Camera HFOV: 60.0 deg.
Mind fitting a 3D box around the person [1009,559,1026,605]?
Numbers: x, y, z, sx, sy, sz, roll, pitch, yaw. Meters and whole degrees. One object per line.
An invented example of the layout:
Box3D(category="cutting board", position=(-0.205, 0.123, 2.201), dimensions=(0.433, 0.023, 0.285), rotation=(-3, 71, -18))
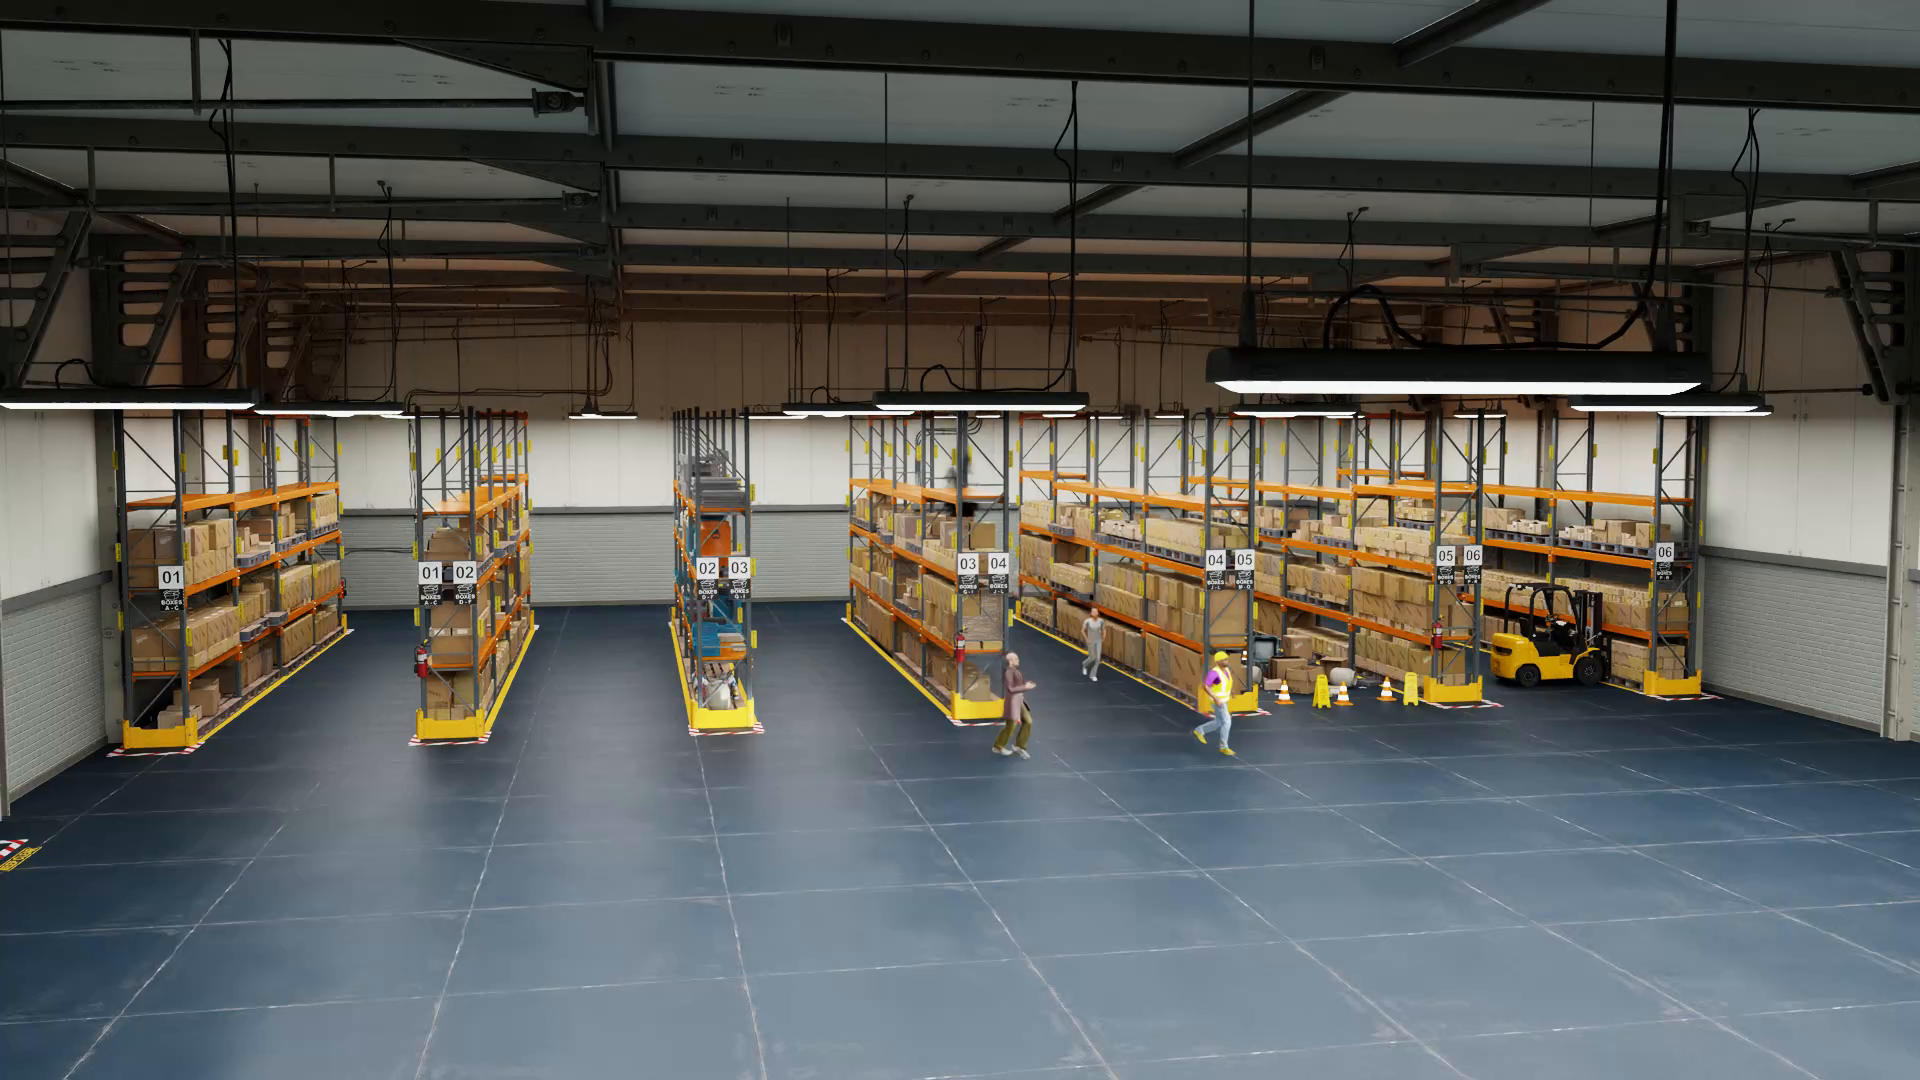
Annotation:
Box3D(category="person", position=(1.785, 1.362, 49.630), dimensions=(0.582, 1.637, 0.626), rotation=(-2, 5, -29))

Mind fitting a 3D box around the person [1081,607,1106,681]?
Box3D(category="person", position=(2.982, 2.293, 36.888), dimensions=(0.560, 1.639, 0.605), rotation=(-1, 4, -14))

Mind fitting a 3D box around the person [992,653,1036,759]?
Box3D(category="person", position=(0.938, 2.833, 28.248), dimensions=(0.760, 1.841, 0.684), rotation=(1, 4, 18))

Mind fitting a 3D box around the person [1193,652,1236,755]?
Box3D(category="person", position=(4.423, 2.800, 28.801), dimensions=(0.810, 1.770, 0.694), rotation=(2, 5, 30))
